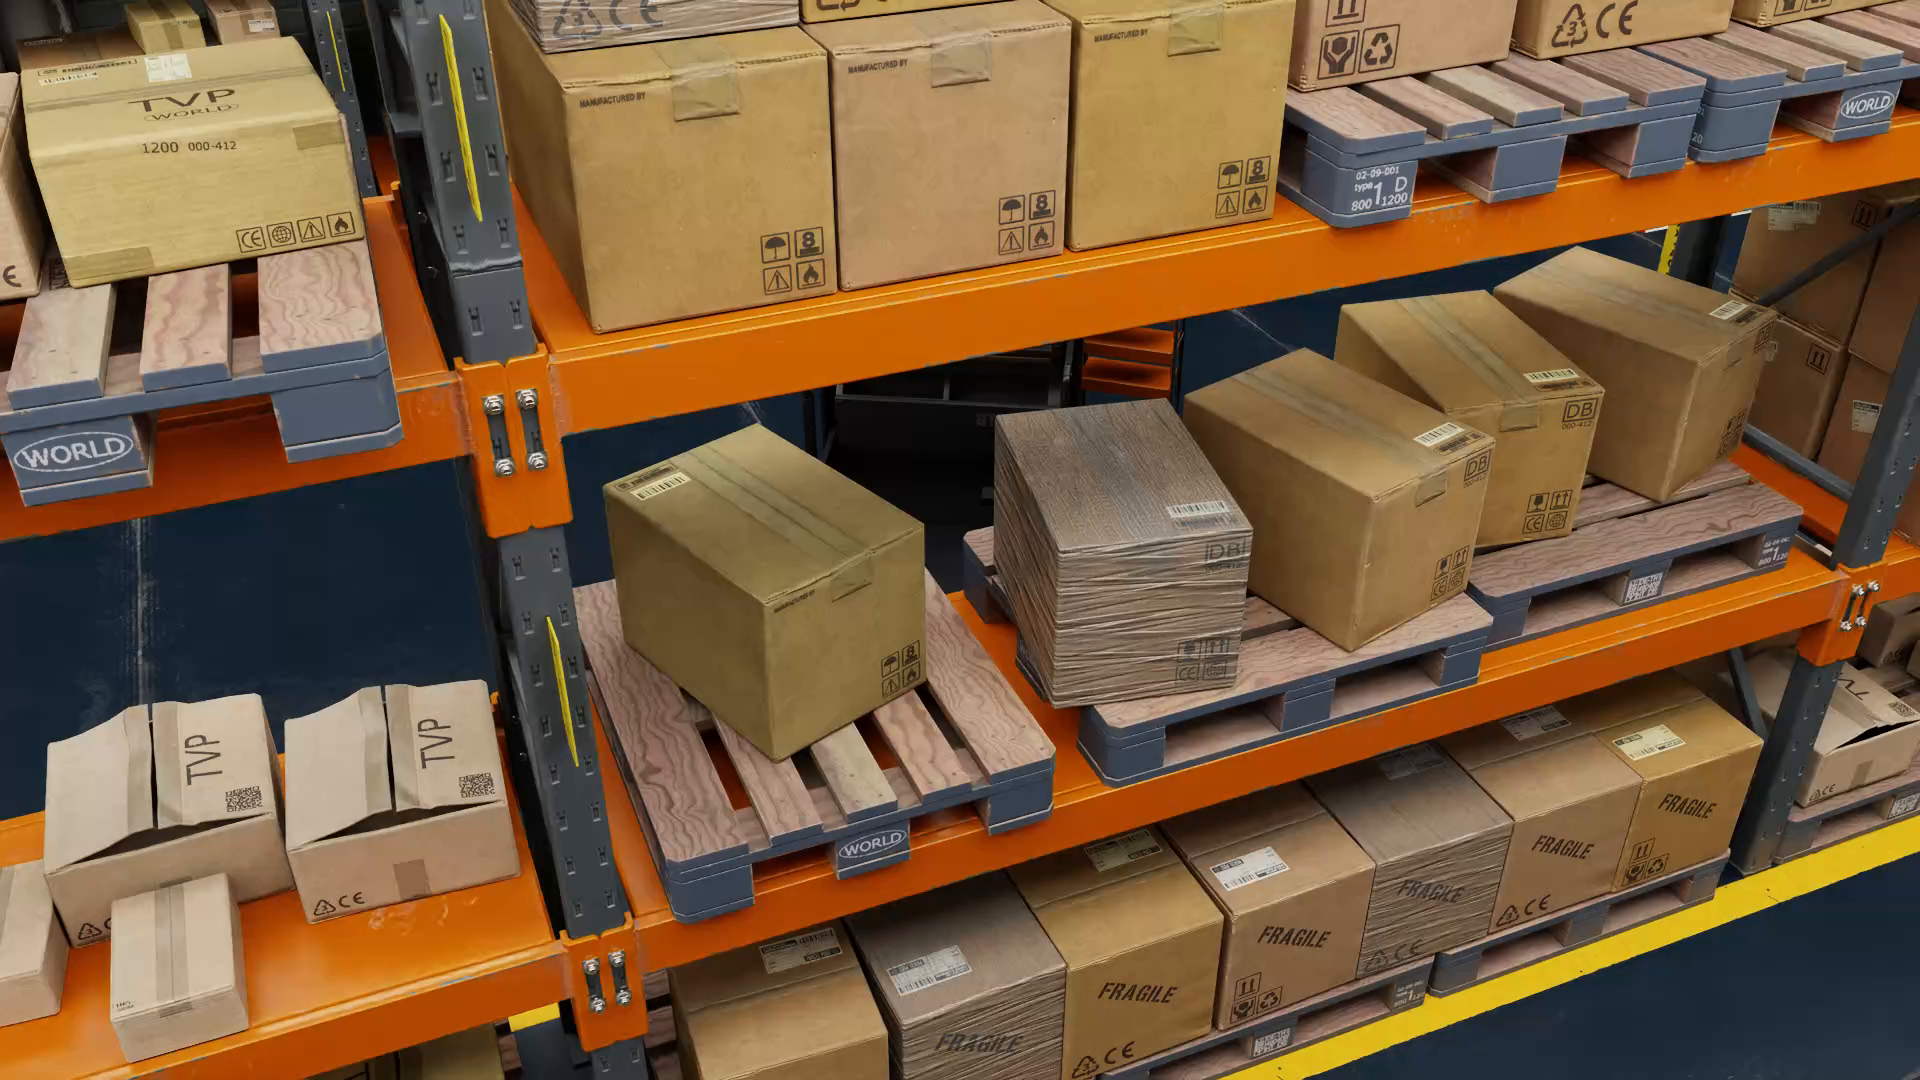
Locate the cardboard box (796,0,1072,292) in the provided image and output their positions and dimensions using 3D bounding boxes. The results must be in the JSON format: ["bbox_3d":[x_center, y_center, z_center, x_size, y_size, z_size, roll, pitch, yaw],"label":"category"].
[{"bbox_3d":[-0.182,-0.992,3.682,0.500,0.500,0.910,-13,35,-19],"label":"cardboard box"}]

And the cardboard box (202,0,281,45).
[{"bbox_3d":[-3.270,-2.376,7.562,0.250,0.149,0.380,-18,37,-25],"label":"cardboard box"}]

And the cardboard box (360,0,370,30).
[{"bbox_3d":[-2.645,-2.681,8.050,0.500,0.250,0.500,-12,35,-18],"label":"cardboard box"}]

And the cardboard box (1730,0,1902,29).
[{"bbox_3d":[2.153,-1.768,4.398,0.600,0.600,0.600,-16,36,-23],"label":"cardboard box"}]

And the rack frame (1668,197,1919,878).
[{"bbox_3d":[2.646,-0.320,5.492,0.127,3.000,1.000,-13,35,-19],"label":"rack frame"}]

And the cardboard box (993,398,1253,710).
[{"bbox_3d":[0.412,0.020,4.493,0.500,0.500,0.700,-7,34,-10],"label":"cardboard box"}]

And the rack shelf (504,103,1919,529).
[{"bbox_3d":[0.802,-0.854,4.221,4.000,0.370,1.077,-13,35,-19],"label":"rack shelf"}]

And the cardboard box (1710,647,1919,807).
[{"bbox_3d":[3.117,0.642,6.074,0.500,0.311,0.500,-13,35,-19],"label":"cardboard box"}]

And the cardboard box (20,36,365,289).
[{"bbox_3d":[-1.438,-0.722,3.112,0.500,0.250,0.500,-16,36,-22],"label":"cardboard box"}]

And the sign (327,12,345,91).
[{"bbox_3d":[-2.744,-2.147,7.311,0.005,0.325,0.100,-13,35,-19],"label":"sign"}]

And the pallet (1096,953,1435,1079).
[{"bbox_3d":[0.784,1.299,5.560,1.213,0.211,1.003,-13,35,-19],"label":"pallet"}]

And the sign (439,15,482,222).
[{"bbox_3d":[-0.835,-0.702,2.782,0.005,0.325,0.100,-13,35,-19],"label":"sign"}]

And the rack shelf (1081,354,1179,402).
[{"bbox_3d":[0.839,-0.780,8.337,0.480,0.148,0.258,10,34,14],"label":"rack shelf"}]

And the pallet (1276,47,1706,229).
[{"bbox_3d":[1.063,-1.176,4.229,1.003,0.211,1.213,-13,35,-19],"label":"pallet"}]

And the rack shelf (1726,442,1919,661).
[{"bbox_3d":[4.490,-0.441,6.337,4.000,0.370,1.077,-13,35,-19],"label":"rack shelf"}]

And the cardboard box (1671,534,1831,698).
[{"bbox_3d":[3.062,0.280,6.458,0.500,0.500,0.500,-13,35,-19],"label":"cardboard box"}]

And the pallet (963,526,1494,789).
[{"bbox_3d":[0.749,0.192,4.881,1.213,0.211,1.003,-13,35,-19],"label":"pallet"}]

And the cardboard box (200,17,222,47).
[{"bbox_3d":[-3.393,-2.088,7.714,0.500,0.500,0.700,-17,37,-24],"label":"cardboard box"}]

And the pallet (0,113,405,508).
[{"bbox_3d":[-1.633,-0.466,3.138,1.003,0.211,1.213,-11,35,-17],"label":"pallet"}]

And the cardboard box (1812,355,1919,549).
[{"bbox_3d":[3.222,-0.333,5.420,0.500,0.500,0.500,-12,35,-18],"label":"cardboard box"}]

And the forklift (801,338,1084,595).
[{"bbox_3d":[-0.066,-0.890,6.431,1.130,2.935,3.031,3,33,5],"label":"forklift"}]

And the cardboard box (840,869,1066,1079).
[{"bbox_3d":[-0.031,1.322,4.857,0.500,0.500,0.500,-14,36,-21],"label":"cardboard box"}]

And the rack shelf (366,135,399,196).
[{"bbox_3d":[-1.119,-2.087,8.866,4.000,0.370,1.077,-13,35,-19],"label":"rack shelf"}]

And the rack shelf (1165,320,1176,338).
[{"bbox_3d":[0.839,-1.134,8.106,0.480,0.148,0.258,10,34,14],"label":"rack shelf"}]

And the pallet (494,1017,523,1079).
[{"bbox_3d":[-1.816,1.847,4.718,1.213,0.211,1.003,-13,35,-19],"label":"pallet"}]

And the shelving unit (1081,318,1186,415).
[{"bbox_3d":[0.839,-1.003,8.192,0.503,1.200,0.258,10,34,14],"label":"shelving unit"}]

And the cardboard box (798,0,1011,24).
[{"bbox_3d":[-0.167,-1.391,3.378,0.500,0.500,0.500,-13,35,-19],"label":"cardboard box"}]

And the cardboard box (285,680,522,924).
[{"bbox_3d":[-1.394,0.616,4.134,0.500,0.311,0.500,-11,35,-16],"label":"cardboard box"}]

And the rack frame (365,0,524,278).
[{"bbox_3d":[-1.042,-1.990,2.558,0.127,3.000,1.000,-13,35,-19],"label":"rack frame"}]

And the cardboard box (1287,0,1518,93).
[{"bbox_3d":[0.924,-1.485,3.963,0.600,0.600,0.600,-14,36,-21],"label":"cardboard box"}]

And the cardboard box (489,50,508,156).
[{"bbox_3d":[-2.416,-2.115,7.867,0.500,0.500,0.500,-12,35,-18],"label":"cardboard box"}]

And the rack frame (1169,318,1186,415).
[{"bbox_3d":[1.072,-0.964,8.131,0.015,1.200,0.240,10,34,14],"label":"rack frame"}]

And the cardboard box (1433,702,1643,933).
[{"bbox_3d":[1.843,0.891,5.518,0.500,0.500,0.500,-13,35,-19],"label":"cardboard box"}]

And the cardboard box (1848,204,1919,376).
[{"bbox_3d":[3.190,-0.739,5.127,0.500,0.500,0.500,-12,35,-18],"label":"cardboard box"}]

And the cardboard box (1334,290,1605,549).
[{"bbox_3d":[1.513,-0.374,5.097,0.500,0.500,0.700,-8,34,-11],"label":"cardboard box"}]

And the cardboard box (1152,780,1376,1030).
[{"bbox_3d":[0.913,1.106,5.189,0.500,0.500,0.500,-14,36,-21],"label":"cardboard box"}]

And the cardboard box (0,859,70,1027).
[{"bbox_3d":[-2.196,0.927,3.805,0.250,0.149,0.380,-10,34,-15],"label":"cardboard box"}]

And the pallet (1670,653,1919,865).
[{"bbox_3d":[3.280,0.704,6.475,1.213,0.211,1.003,-13,35,-19],"label":"pallet"}]

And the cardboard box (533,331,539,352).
[{"bbox_3d":[-2.234,-1.330,8.630,0.750,0.750,0.750,-13,35,-20],"label":"cardboard box"}]

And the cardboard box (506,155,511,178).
[{"bbox_3d":[-2.334,-1.871,8.087,0.250,0.149,0.380,-12,35,-18],"label":"cardboard box"}]
